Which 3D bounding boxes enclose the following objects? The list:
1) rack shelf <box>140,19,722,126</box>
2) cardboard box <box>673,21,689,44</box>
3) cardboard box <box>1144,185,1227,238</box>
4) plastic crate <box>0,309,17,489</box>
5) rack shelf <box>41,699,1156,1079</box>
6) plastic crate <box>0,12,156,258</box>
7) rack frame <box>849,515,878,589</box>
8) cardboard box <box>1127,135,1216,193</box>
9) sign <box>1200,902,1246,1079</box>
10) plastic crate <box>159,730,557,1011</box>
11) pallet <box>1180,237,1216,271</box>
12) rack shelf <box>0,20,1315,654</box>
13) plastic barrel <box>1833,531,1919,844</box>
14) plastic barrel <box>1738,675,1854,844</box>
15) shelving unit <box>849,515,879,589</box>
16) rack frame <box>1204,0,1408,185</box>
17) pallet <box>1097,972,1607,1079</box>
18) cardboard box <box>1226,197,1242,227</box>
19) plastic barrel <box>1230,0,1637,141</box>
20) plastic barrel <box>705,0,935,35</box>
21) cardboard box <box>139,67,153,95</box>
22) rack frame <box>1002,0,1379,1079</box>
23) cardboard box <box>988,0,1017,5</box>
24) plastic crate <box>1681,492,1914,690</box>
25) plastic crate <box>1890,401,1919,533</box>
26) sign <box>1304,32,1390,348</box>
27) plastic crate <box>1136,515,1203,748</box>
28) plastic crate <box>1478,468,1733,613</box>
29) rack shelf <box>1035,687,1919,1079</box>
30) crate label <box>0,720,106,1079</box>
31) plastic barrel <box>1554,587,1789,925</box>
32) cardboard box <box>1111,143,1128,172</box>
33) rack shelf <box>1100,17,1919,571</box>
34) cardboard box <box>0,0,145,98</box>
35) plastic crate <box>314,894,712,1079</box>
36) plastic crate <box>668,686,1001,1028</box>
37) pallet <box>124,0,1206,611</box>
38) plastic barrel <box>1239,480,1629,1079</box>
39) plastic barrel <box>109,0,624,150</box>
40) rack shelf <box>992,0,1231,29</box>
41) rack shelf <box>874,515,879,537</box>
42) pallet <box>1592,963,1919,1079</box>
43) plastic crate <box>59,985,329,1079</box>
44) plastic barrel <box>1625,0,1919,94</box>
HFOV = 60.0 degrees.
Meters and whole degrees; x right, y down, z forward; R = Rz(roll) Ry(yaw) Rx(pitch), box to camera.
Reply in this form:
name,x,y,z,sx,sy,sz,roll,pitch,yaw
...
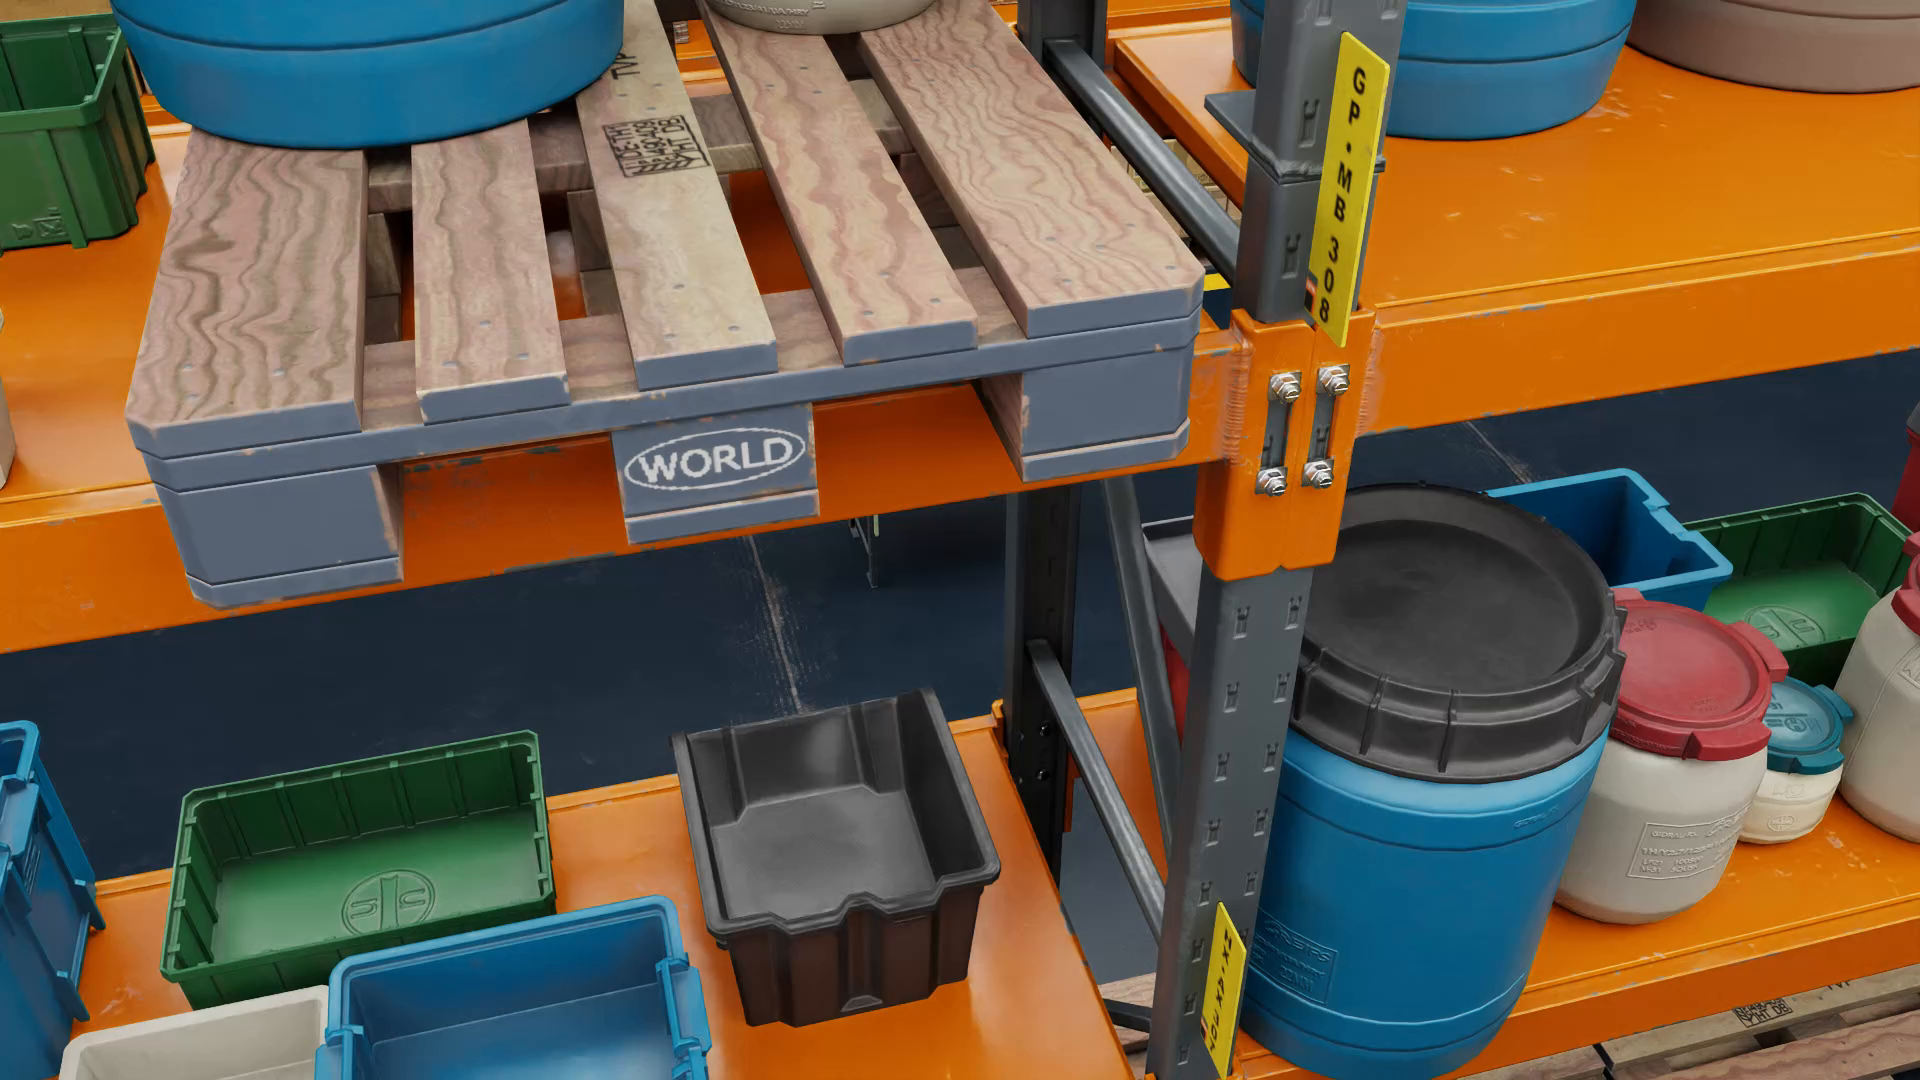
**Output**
name,x,y,z,sx,sy,sz,roll,pitch,yaw
rack shelf,-2.939,-1.804,6.731,4.000,0.370,1.077,-9,38,-12
cardboard box,-1.435,-2.372,6.800,0.500,0.500,0.700,-10,39,-13
cardboard box,0.931,-1.643,7.847,0.500,0.250,0.500,-9,38,-11
plastic crate,-1.164,-0.096,1.654,0.396,0.136,0.243,-9,38,-12
rack shelf,-1.651,1.102,2.932,4.000,0.370,1.077,-9,38,-12
plastic crate,-1.314,-0.517,2.163,0.450,0.188,0.336,-9,38,-12
rack frame,-0.360,-0.537,5.717,0.023,1.500,0.400,-9,38,-12
cardboard box,0.940,-1.867,7.678,0.500,0.311,0.500,-8,38,-11
sign,0.413,0.714,2.620,0.005,0.325,0.100,-9,38,-12
plastic crate,-1.104,0.633,3.128,0.662,0.188,0.450,-9,38,-12
pallet,0.873,-1.634,8.212,1.213,0.211,1.003,-9,38,-12
rack shelf,-1.651,-0.089,2.021,4.000,0.370,1.077,-9,38,-12
plastic barrel,1.969,0.307,3.268,0.433,0.535,0.433,0,37,0
plastic barrel,1.598,0.435,3.326,0.301,0.262,0.301,0,37,0
shelving unit,-0.006,-0.595,5.793,0.755,1.500,0.431,-9,38,-12
rack frame,0.280,-1.883,1.305,0.127,3.000,1.000,-9,38,-12
pallet,1.028,1.460,4.168,1.213,0.211,1.003,-9,38,-12
cardboard box,1.427,-1.727,7.956,0.500,0.250,0.500,-8,38,-11
plastic barrel,0.714,-1.099,2.336,0.708,0.901,0.600,-9,38,-12
plastic barrel,-0.187,-0.950,2.116,0.421,0.512,0.421,0,37,0
cardboard box,-2.922,-2.126,6.478,0.500,0.500,0.700,-8,38,-11
rack frame,0.280,0.500,3.128,0.127,3.000,1.000,-9,38,-12
cardboard box,0.246,-2.642,7.152,0.500,0.500,0.500,-7,38,-9
plastic crate,1.888,0.142,3.769,0.662,0.188,0.450,-9,38,-12
plastic crate,2.502,-0.083,3.837,0.583,0.464,0.402,-9,38,-12
sign,0.413,-0.371,1.790,0.005,0.325,0.100,-9,38,-12
plastic crate,0.668,0.218,3.443,0.583,0.464,0.402,-9,38,-12
plastic crate,1.264,0.149,3.600,0.575,0.384,0.392,-9,38,-12
rack shelf,2.211,0.469,3.761,4.000,0.370,1.077,-9,38,-12
crate label,-1.875,0.669,2.877,0.616,0.435,0.502,-9,38,-12
plastic barrel,1.261,0.423,3.117,0.433,0.535,0.433,0,37,0
cardboard box,0.440,-1.782,7.567,0.500,0.311,0.500,-11,39,-13
rack shelf,2.211,-0.723,2.849,4.000,0.370,1.077,-9,38,-12
cardboard box,-3.429,-2.040,6.366,0.500,0.500,0.700,-9,38,-12
plastic crate,-0.718,0.893,2.736,0.616,0.251,0.499,-9,38,-12
plastic crate,-0.259,0.533,3.136,0.504,0.338,0.767,-9,38,-12
pallet,-0.391,-0.445,2.050,1.003,0.211,1.213,-9,38,-12
plastic barrel,0.732,0.417,2.823,0.708,0.901,0.600,-9,38,-12
plastic barrel,-0.709,-0.963,1.813,0.708,0.901,0.600,-9,38,-12
rack shelf,0.923,-2.437,7.560,4.000,0.370,1.077,-9,38,-12
rack shelf,-0.006,-0.336,5.991,0.720,0.370,0.431,-9,38,-12
pallet,2.208,1.265,4.423,1.213,0.211,1.003,-9,38,-12
plastic crate,-1.222,1.010,2.678,0.437,0.136,0.530,-9,38,-12
plastic barrel,1.346,-1.202,2.471,0.600,0.901,0.600,0,37,0
